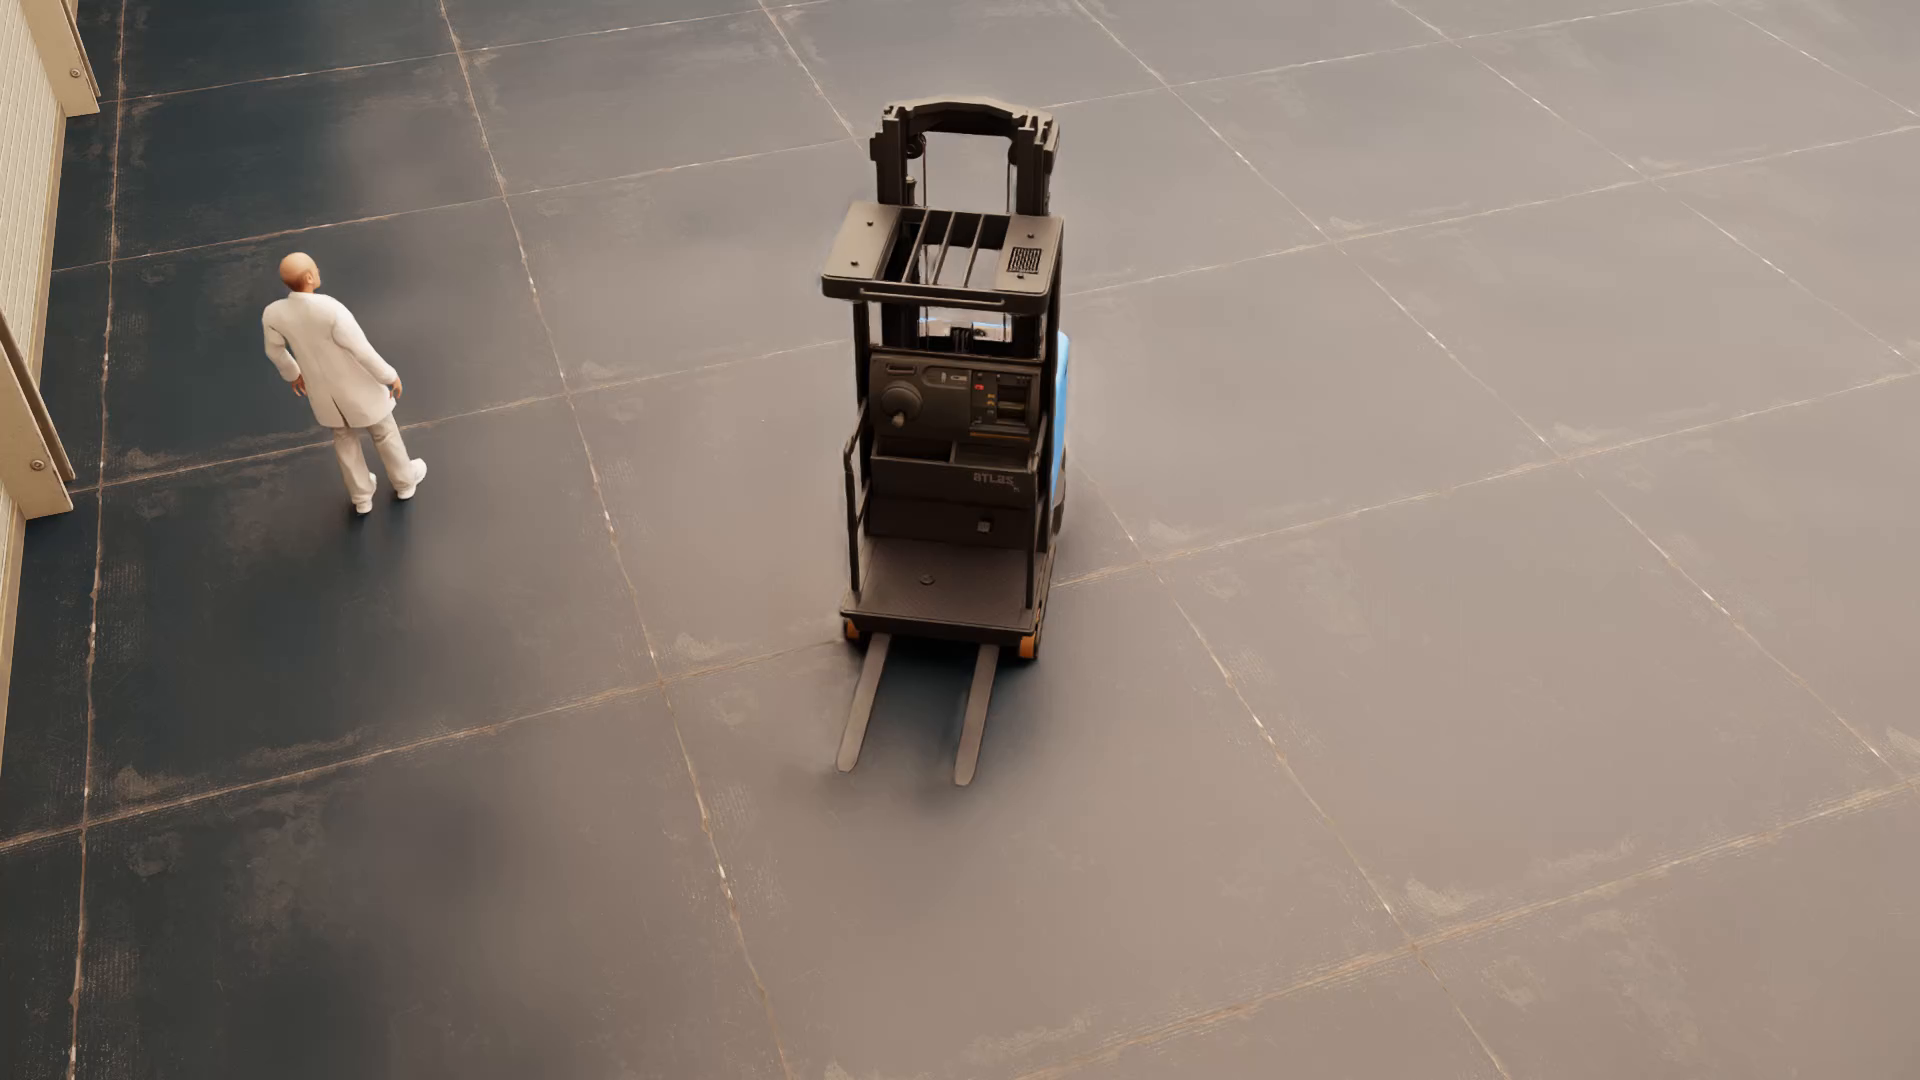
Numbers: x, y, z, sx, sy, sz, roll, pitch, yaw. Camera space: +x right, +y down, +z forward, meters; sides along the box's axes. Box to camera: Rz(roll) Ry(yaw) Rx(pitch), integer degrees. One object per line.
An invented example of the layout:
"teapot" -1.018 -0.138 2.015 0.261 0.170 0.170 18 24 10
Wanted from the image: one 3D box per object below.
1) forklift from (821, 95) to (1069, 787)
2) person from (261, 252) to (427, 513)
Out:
"forklift" -0.062 -0.697 8.826 1.130 2.935 3.031 6 40 7
"person" -3.723 -0.999 10.083 0.749 1.778 0.561 3 40 3
